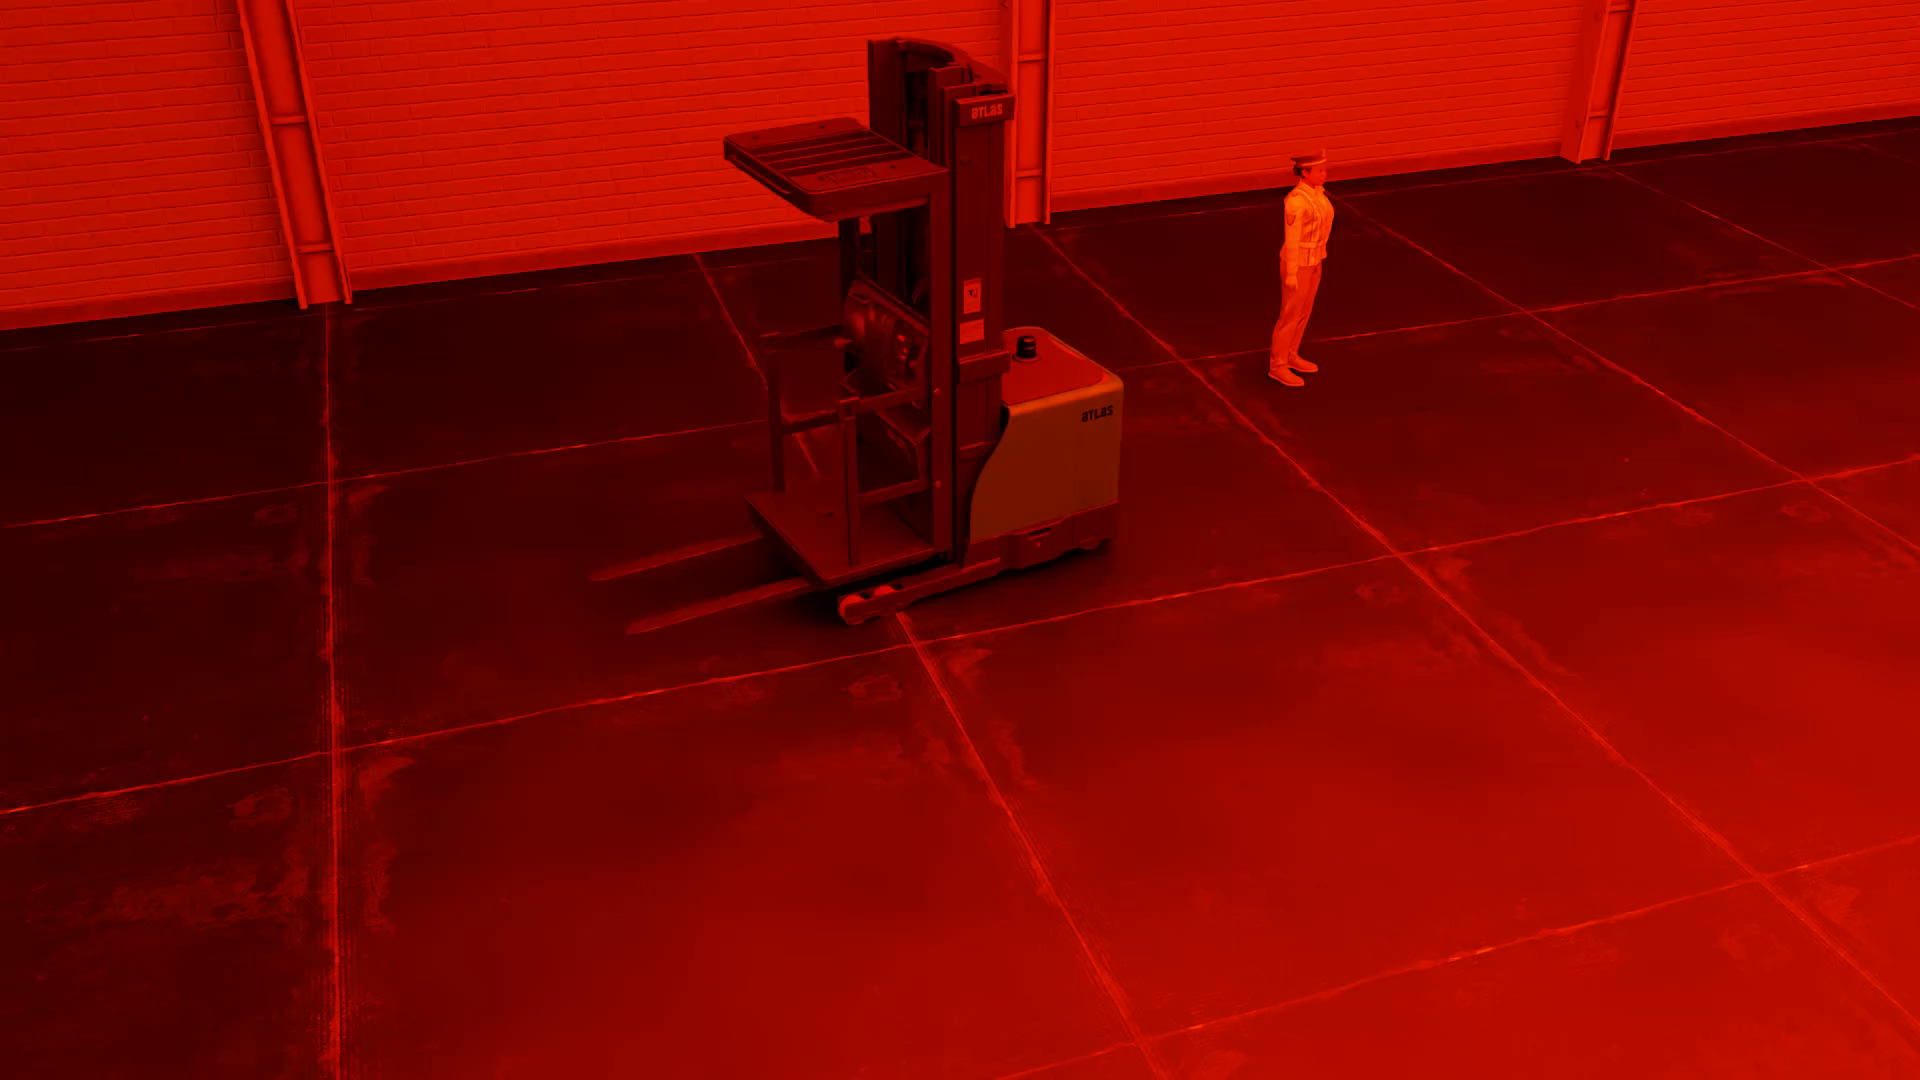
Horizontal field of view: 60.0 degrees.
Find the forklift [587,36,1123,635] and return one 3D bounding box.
[{"bbox_3d":[-0.589,-1.098,8.995,3.031,2.935,1.130,-16,33,-25],"label":"forklift"}]

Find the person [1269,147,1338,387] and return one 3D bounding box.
[{"bbox_3d":[2.421,-1.945,11.716,0.331,1.690,0.474,17,34,27],"label":"person"}]
